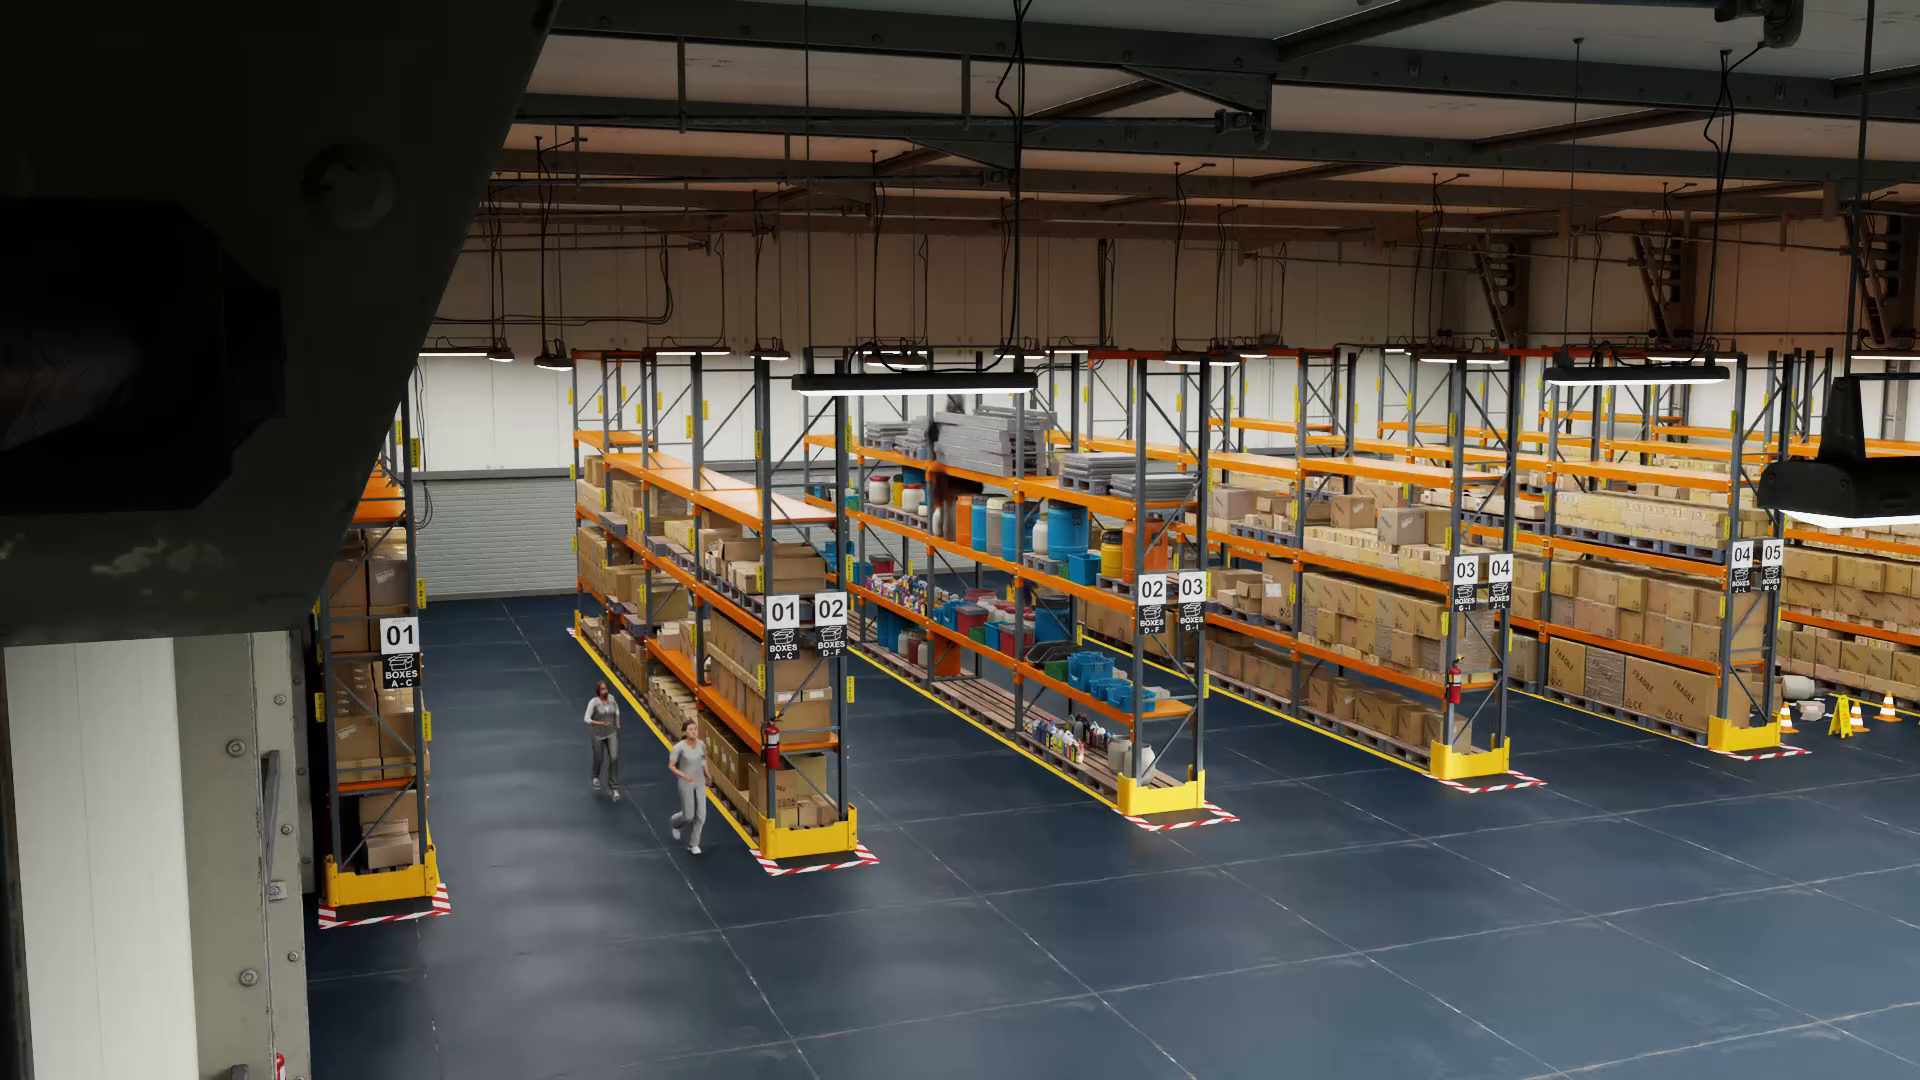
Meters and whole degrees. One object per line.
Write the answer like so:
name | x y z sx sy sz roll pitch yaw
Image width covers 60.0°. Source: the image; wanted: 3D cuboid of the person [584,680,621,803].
person | -4.869 2.705 22.699 0.551 1.629 0.810 -4 8 -28

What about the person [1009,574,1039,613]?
person | 1.328 1.236 34.611 0.569 1.636 0.890 -2 7 -17

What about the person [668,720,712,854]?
person | -3.312 2.995 20.392 0.557 1.626 0.636 -5 9 -37

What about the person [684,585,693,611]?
person | -6.025 1.104 35.558 0.610 1.724 0.628 -5 9 -36
